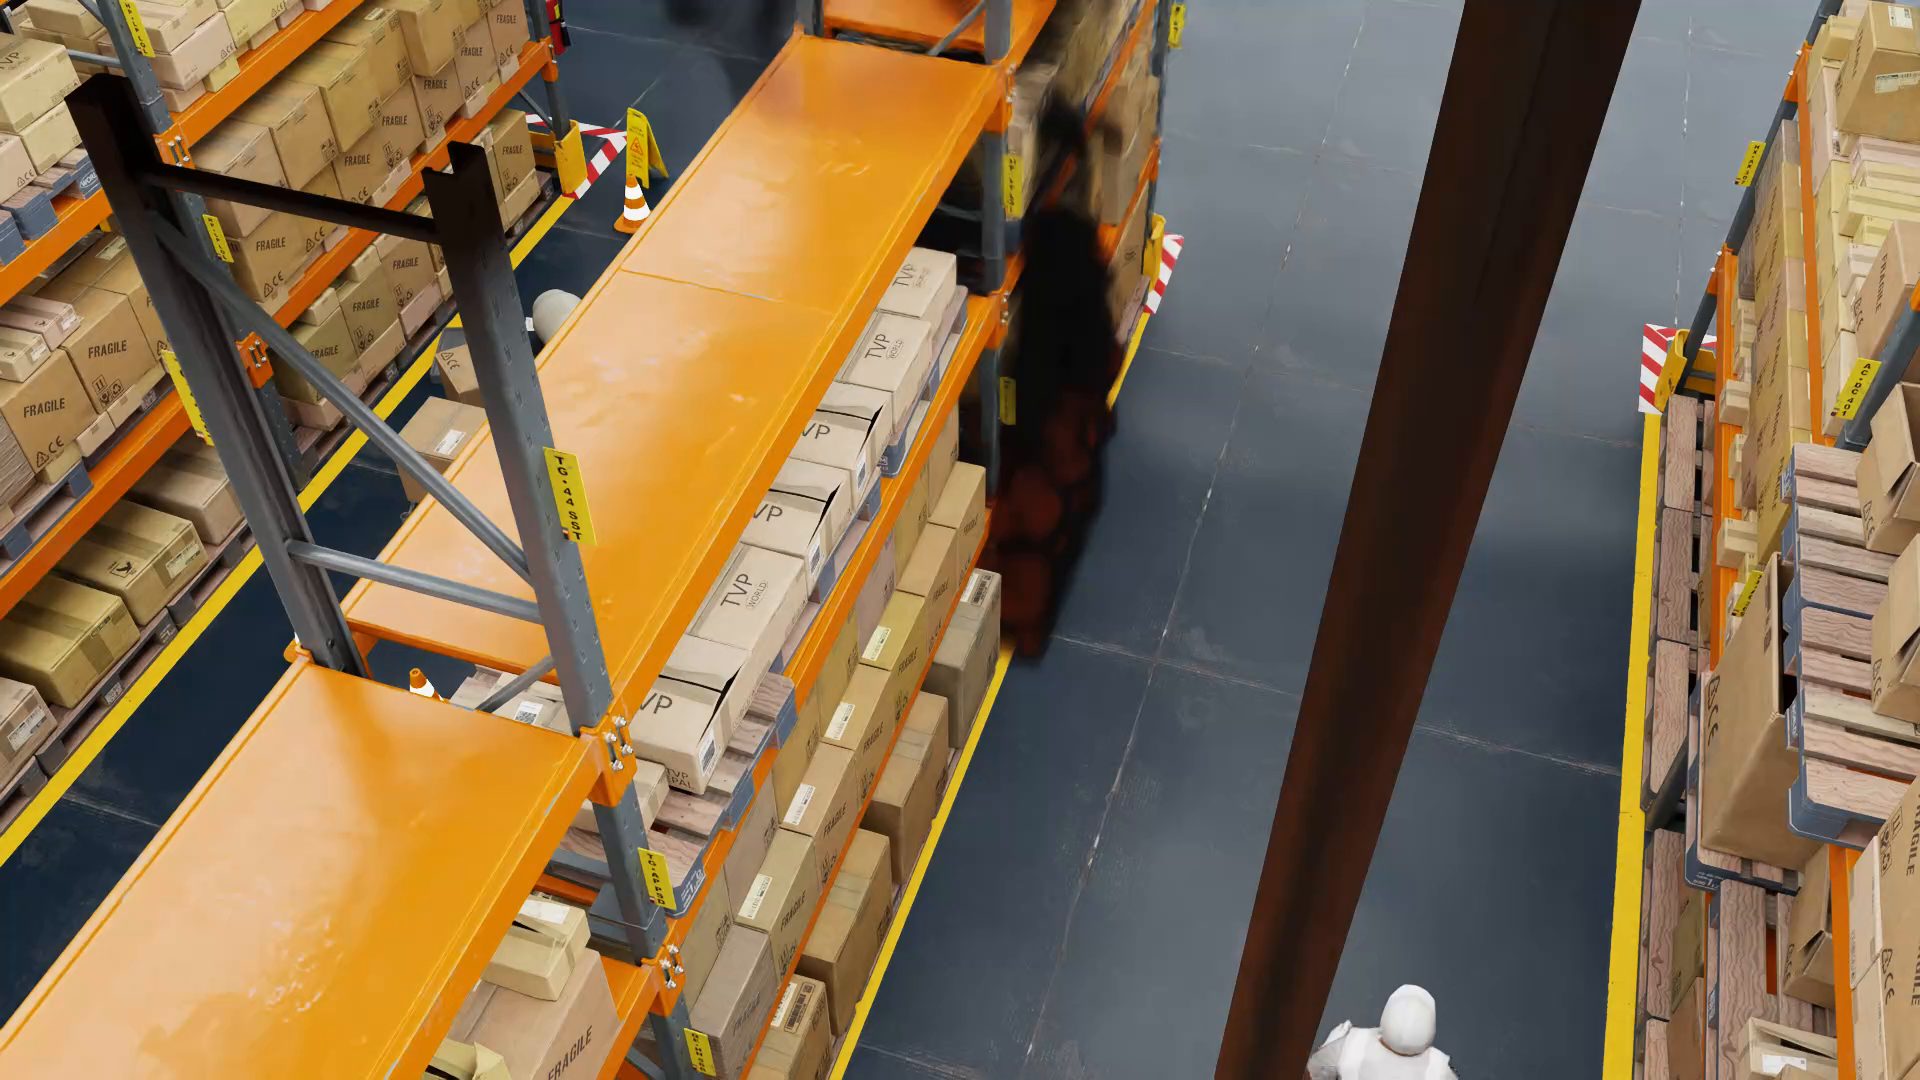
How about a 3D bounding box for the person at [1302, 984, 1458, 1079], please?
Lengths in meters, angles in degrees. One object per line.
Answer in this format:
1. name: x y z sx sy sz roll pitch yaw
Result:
1. person: 1.782 2.421 7.153 0.689 1.781 0.554 9 46 9
